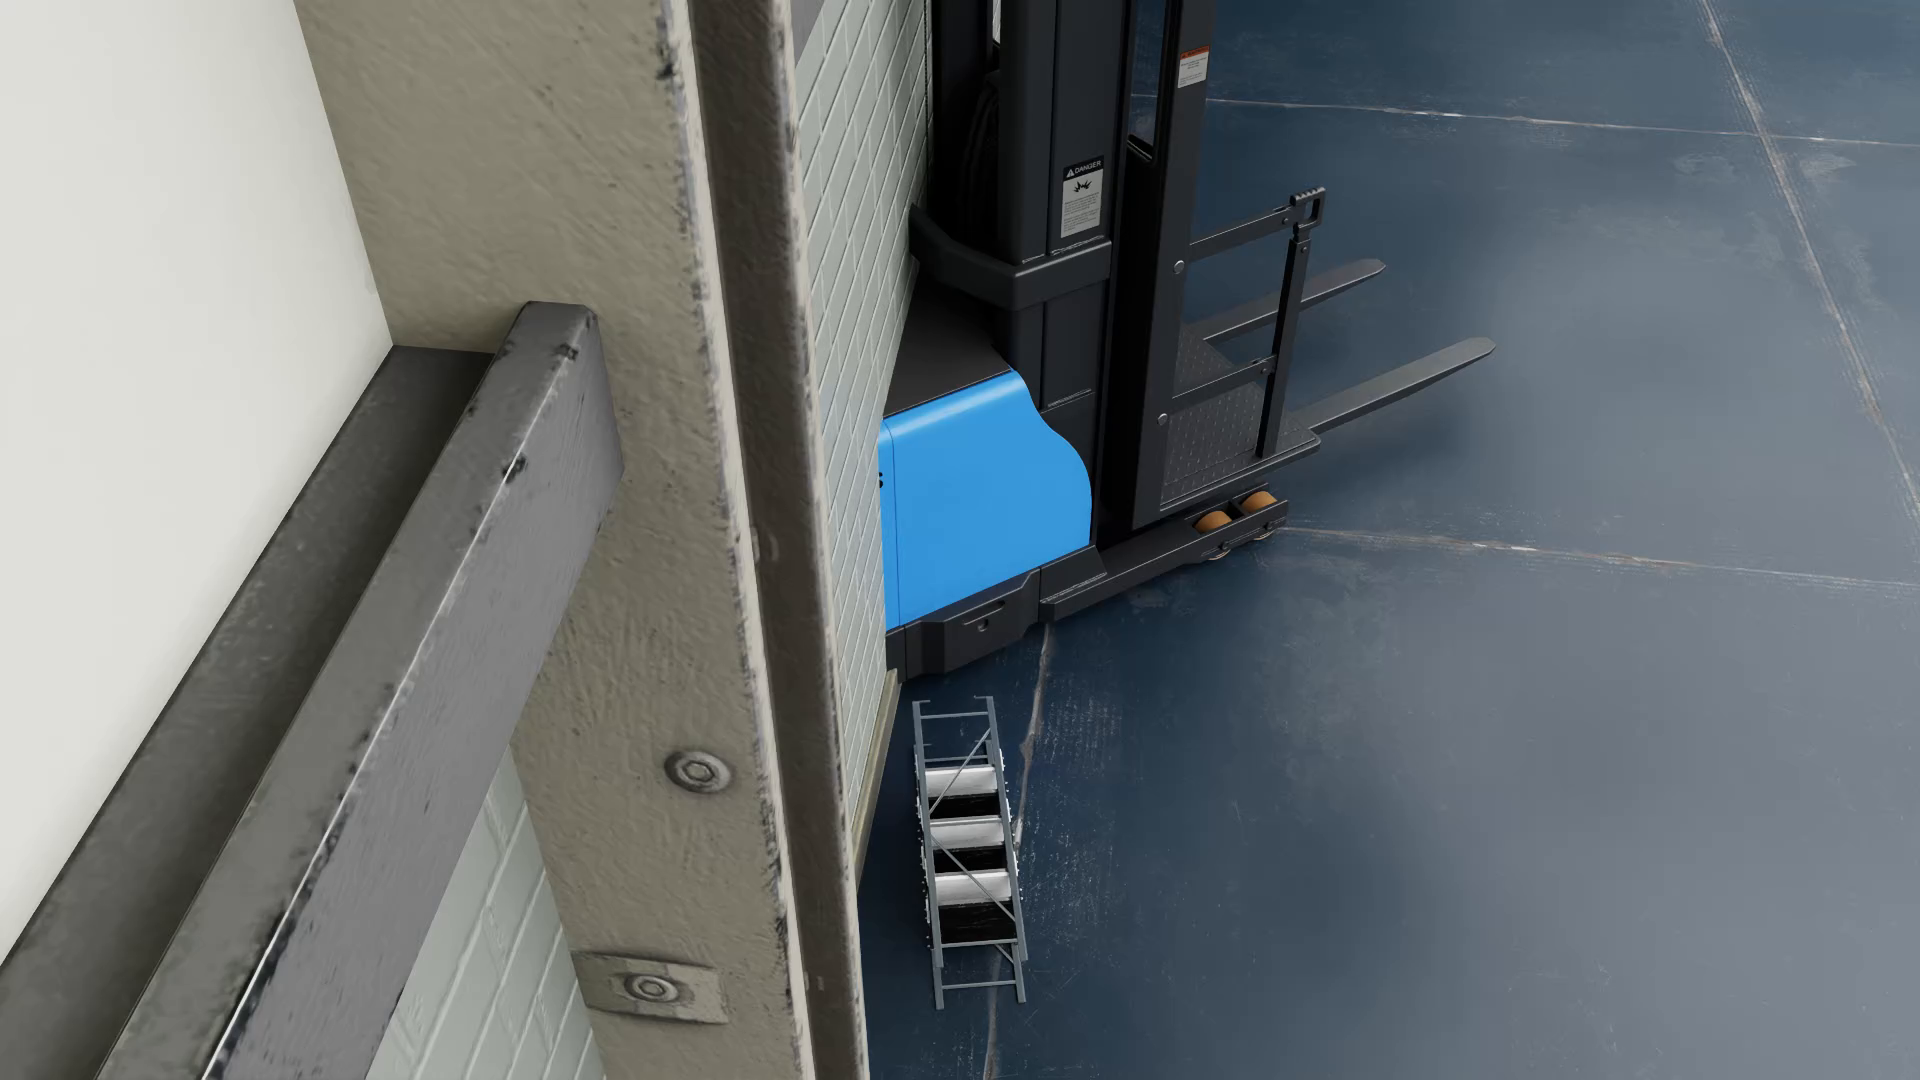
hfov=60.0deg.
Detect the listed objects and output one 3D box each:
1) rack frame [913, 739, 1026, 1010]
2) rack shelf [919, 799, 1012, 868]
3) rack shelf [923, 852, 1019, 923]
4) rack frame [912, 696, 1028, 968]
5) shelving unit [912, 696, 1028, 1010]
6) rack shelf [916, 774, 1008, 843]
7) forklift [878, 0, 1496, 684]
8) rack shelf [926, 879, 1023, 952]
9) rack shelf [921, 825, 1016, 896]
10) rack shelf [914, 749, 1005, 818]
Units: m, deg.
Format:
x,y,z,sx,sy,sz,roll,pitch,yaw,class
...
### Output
x,y,z,sx,sy,sz,roll,pitch,yaw,class
0.017,0.930,4.757,0.240,0.006,0.900,-3,44,-4,rack frame
0.014,0.834,4.710,0.258,0.200,0.077,-3,44,-4,rack shelf
0.030,0.959,4.581,0.258,0.200,0.077,-3,44,-4,rack shelf
0.017,0.784,4.616,0.240,0.006,0.900,-3,44,-4,rack frame
0.017,0.857,4.686,0.258,0.210,0.900,-3,44,-4,shelving unit
0.006,0.772,4.775,0.258,0.200,0.077,-3,44,-4,rack shelf
0.533,-1.286,4.976,3.031,2.935,1.130,-23,48,-22,forklift
0.038,1.021,4.517,0.258,0.200,0.077,-3,44,-4,rack shelf
0.022,0.896,4.646,0.258,0.200,0.077,-3,44,-4,rack shelf
-0.002,0.710,4.839,0.258,0.200,0.077,-3,44,-4,rack shelf
